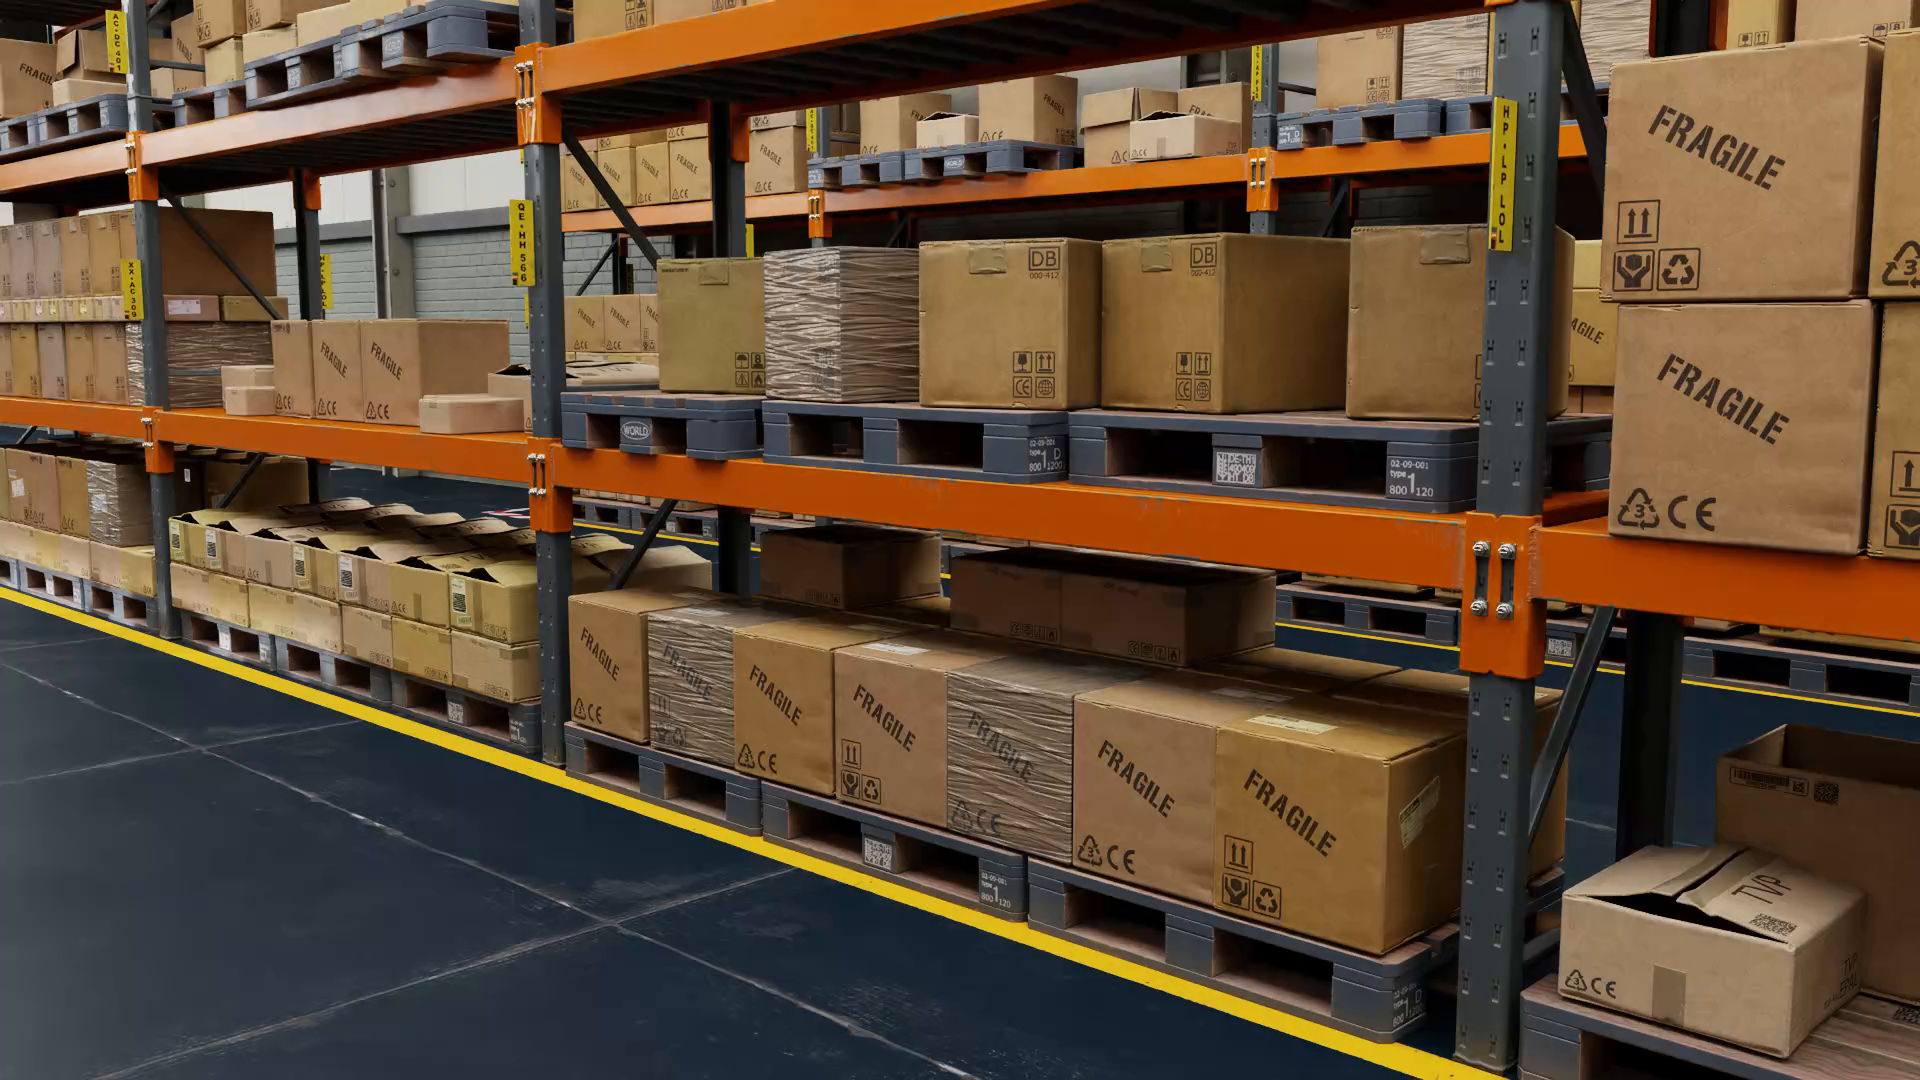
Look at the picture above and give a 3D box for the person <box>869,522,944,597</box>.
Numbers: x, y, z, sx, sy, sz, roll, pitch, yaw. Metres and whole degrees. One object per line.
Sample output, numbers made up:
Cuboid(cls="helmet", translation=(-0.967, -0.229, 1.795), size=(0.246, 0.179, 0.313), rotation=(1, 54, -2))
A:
Cuboid(cls="person", translation=(-0.279, -0.146, 8.439), size=(0.407, 1.673, 0.485), rotation=(7, 10, 44))
